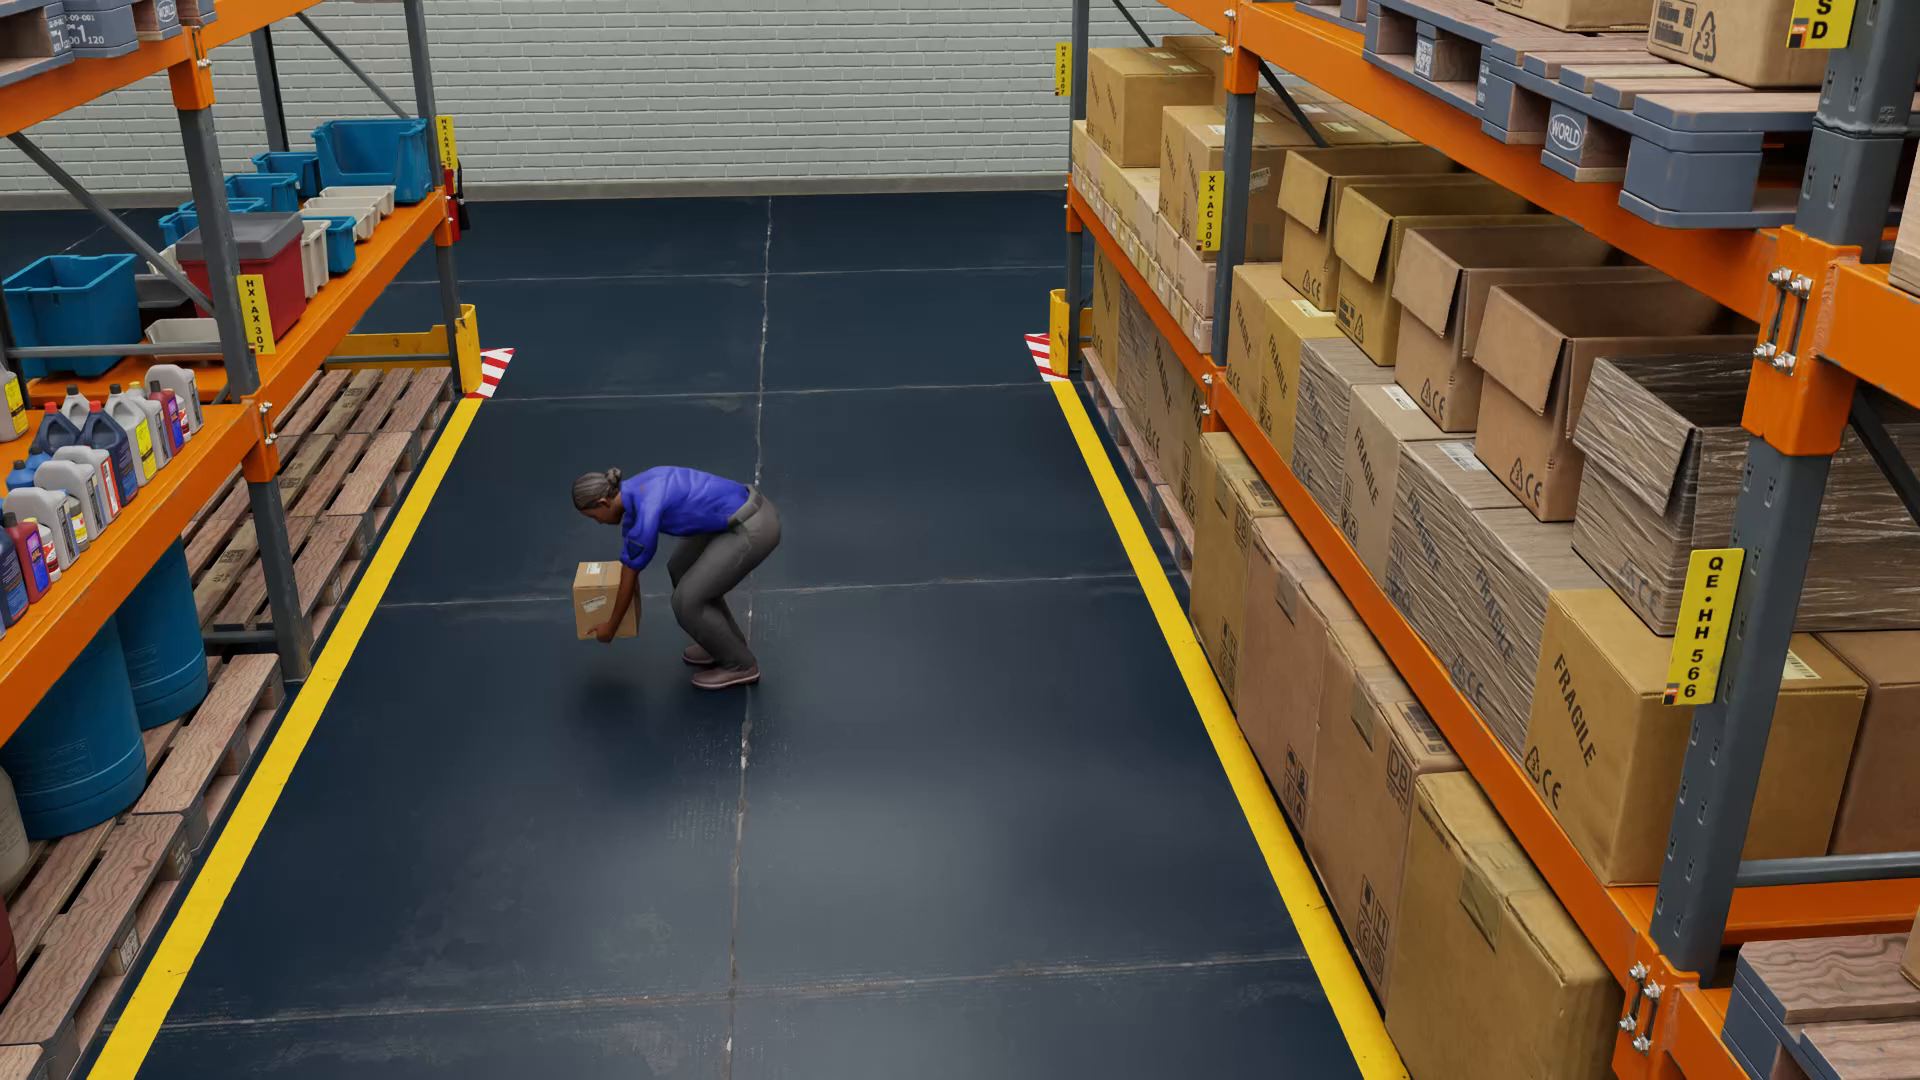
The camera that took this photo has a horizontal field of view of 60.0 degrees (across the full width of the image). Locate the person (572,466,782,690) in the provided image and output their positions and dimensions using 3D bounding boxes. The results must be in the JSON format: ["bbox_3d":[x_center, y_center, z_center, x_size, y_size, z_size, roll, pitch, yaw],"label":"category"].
[{"bbox_3d":[-1.189,0.138,7.135,0.860,0.982,0.459,-3,24,-8],"label":"person"}]
